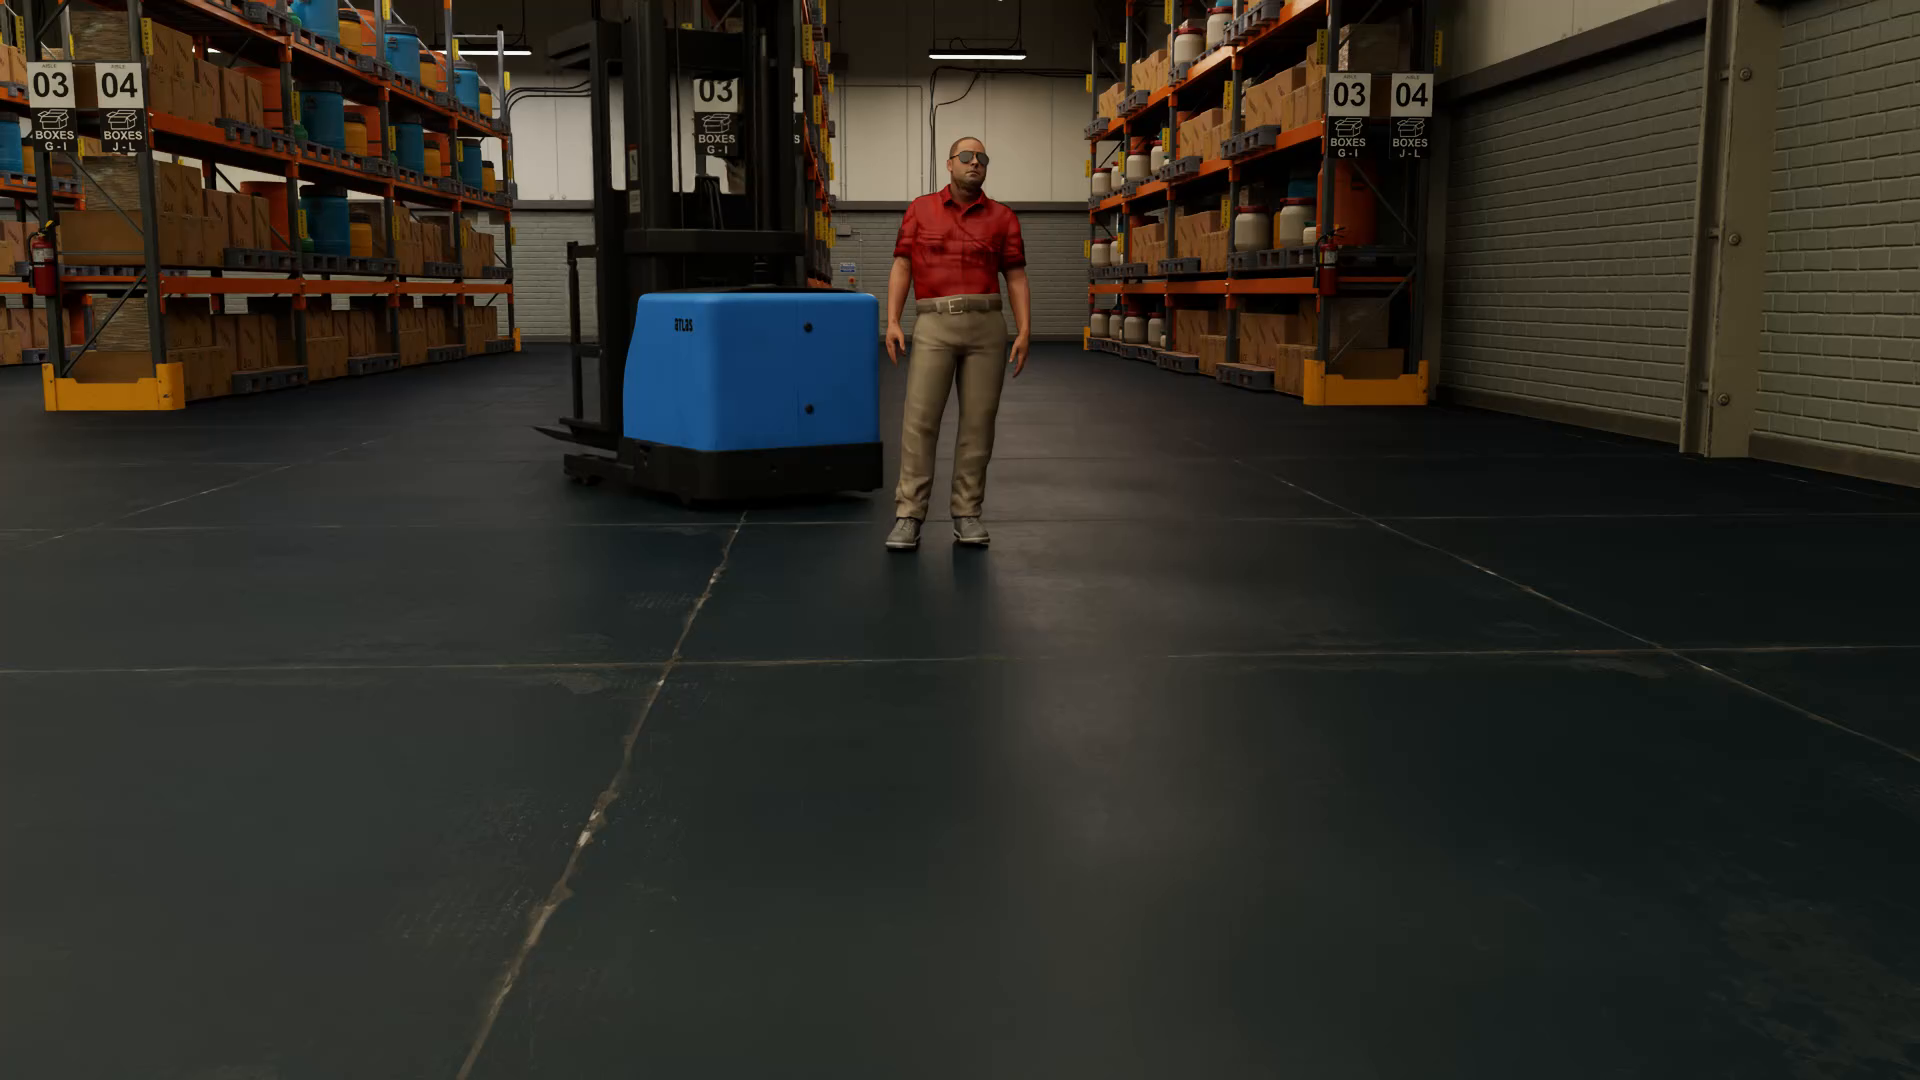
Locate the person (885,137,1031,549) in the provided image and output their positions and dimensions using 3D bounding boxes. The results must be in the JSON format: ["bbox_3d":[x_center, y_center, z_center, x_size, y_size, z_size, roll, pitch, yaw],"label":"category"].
[{"bbox_3d":[-0.007,-0.849,7.093,0.640,1.727,0.551,-1,8,-4],"label":"person"}]

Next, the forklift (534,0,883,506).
[{"bbox_3d":[-1.628,-1.795,9.420,1.130,2.935,3.031,-5,10,-33],"label":"forklift"}]
